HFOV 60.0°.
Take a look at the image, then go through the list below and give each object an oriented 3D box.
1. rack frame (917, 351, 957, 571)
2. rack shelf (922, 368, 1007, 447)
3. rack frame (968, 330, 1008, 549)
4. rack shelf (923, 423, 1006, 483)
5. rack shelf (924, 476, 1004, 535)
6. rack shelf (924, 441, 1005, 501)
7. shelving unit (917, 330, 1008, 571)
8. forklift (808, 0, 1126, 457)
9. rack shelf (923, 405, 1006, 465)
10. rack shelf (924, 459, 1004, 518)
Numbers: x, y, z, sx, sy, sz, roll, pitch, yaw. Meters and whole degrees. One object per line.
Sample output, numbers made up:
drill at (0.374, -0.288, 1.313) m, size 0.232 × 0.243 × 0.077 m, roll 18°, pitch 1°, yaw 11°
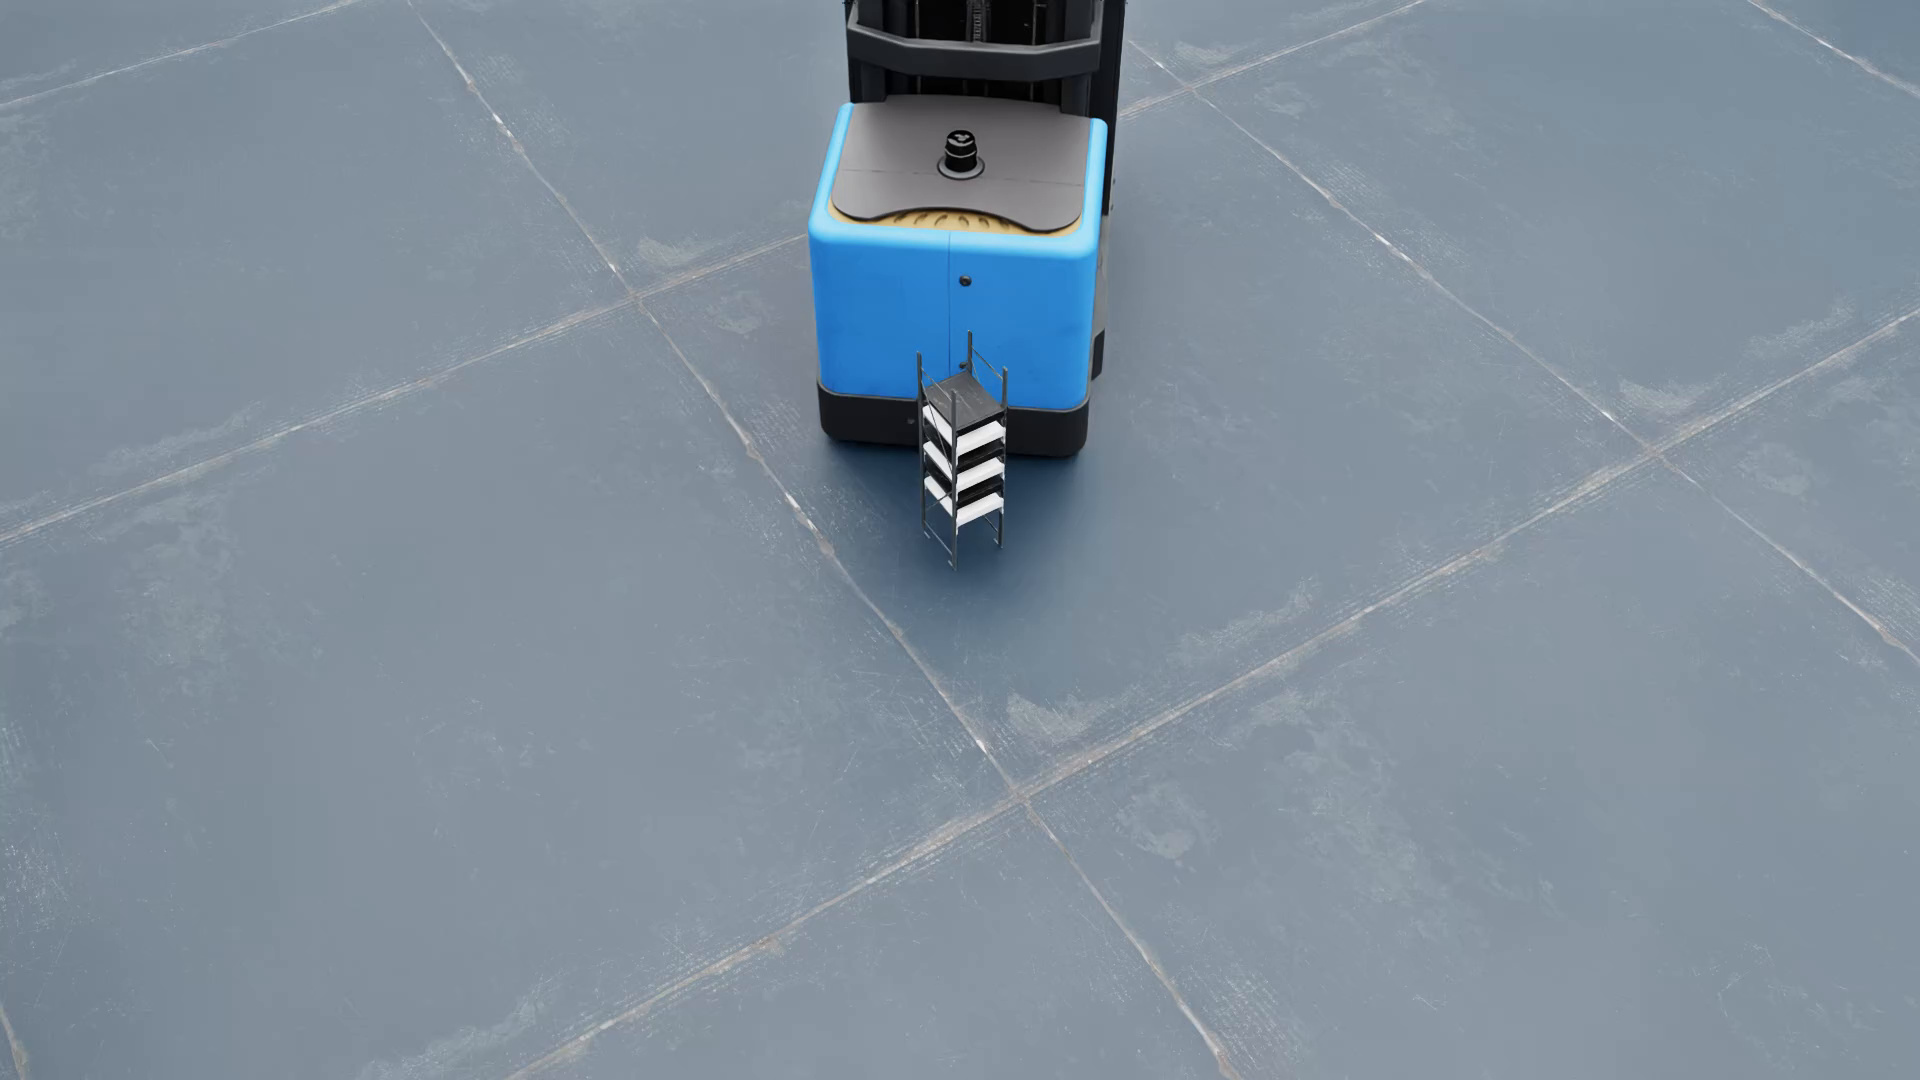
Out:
rack frame at (-0.079, -0.262, 5.881) m, size 0.006 × 0.900 × 0.240 m, roll -25°, pitch 53°, yaw -21°
rack shelf at (0.007, -0.460, 5.740) m, size 0.200 × 0.077 × 0.258 m, roll -25°, pitch 53°, yaw -21°
rack frame at (0.093, -0.343, 5.953) m, size 0.006 × 0.900 × 0.240 m, roll -25°, pitch 53°, yaw -21°
rack shelf at (0.007, -0.340, 5.874) m, size 0.200 × 0.077 × 0.258 m, roll -25°, pitch 53°, yaw -21°
rack shelf at (0.007, -0.161, 6.076) m, size 0.200 × 0.077 × 0.258 m, roll -25°, pitch 53°, yaw -21°
rack shelf at (0.007, -0.280, 5.942) m, size 0.200 × 0.077 × 0.258 m, roll -25°, pitch 53°, yaw -21°
shelving unit at (0.007, -0.302, 5.917) m, size 0.210 × 0.900 × 0.258 m, roll -25°, pitch 53°, yaw -21°
forklift at (0.123, -2.408, 6.432) m, size 1.130 × 2.935 × 3.031 m, roll 5°, pitch 48°, yaw 4°
rack shelf at (0.007, -0.400, 5.807) m, size 0.200 × 0.077 × 0.258 m, roll -25°, pitch 53°, yaw -21°
rack shelf at (0.007, -0.220, 6.009) m, size 0.200 × 0.077 × 0.258 m, roll -25°, pitch 53°, yaw -21°
